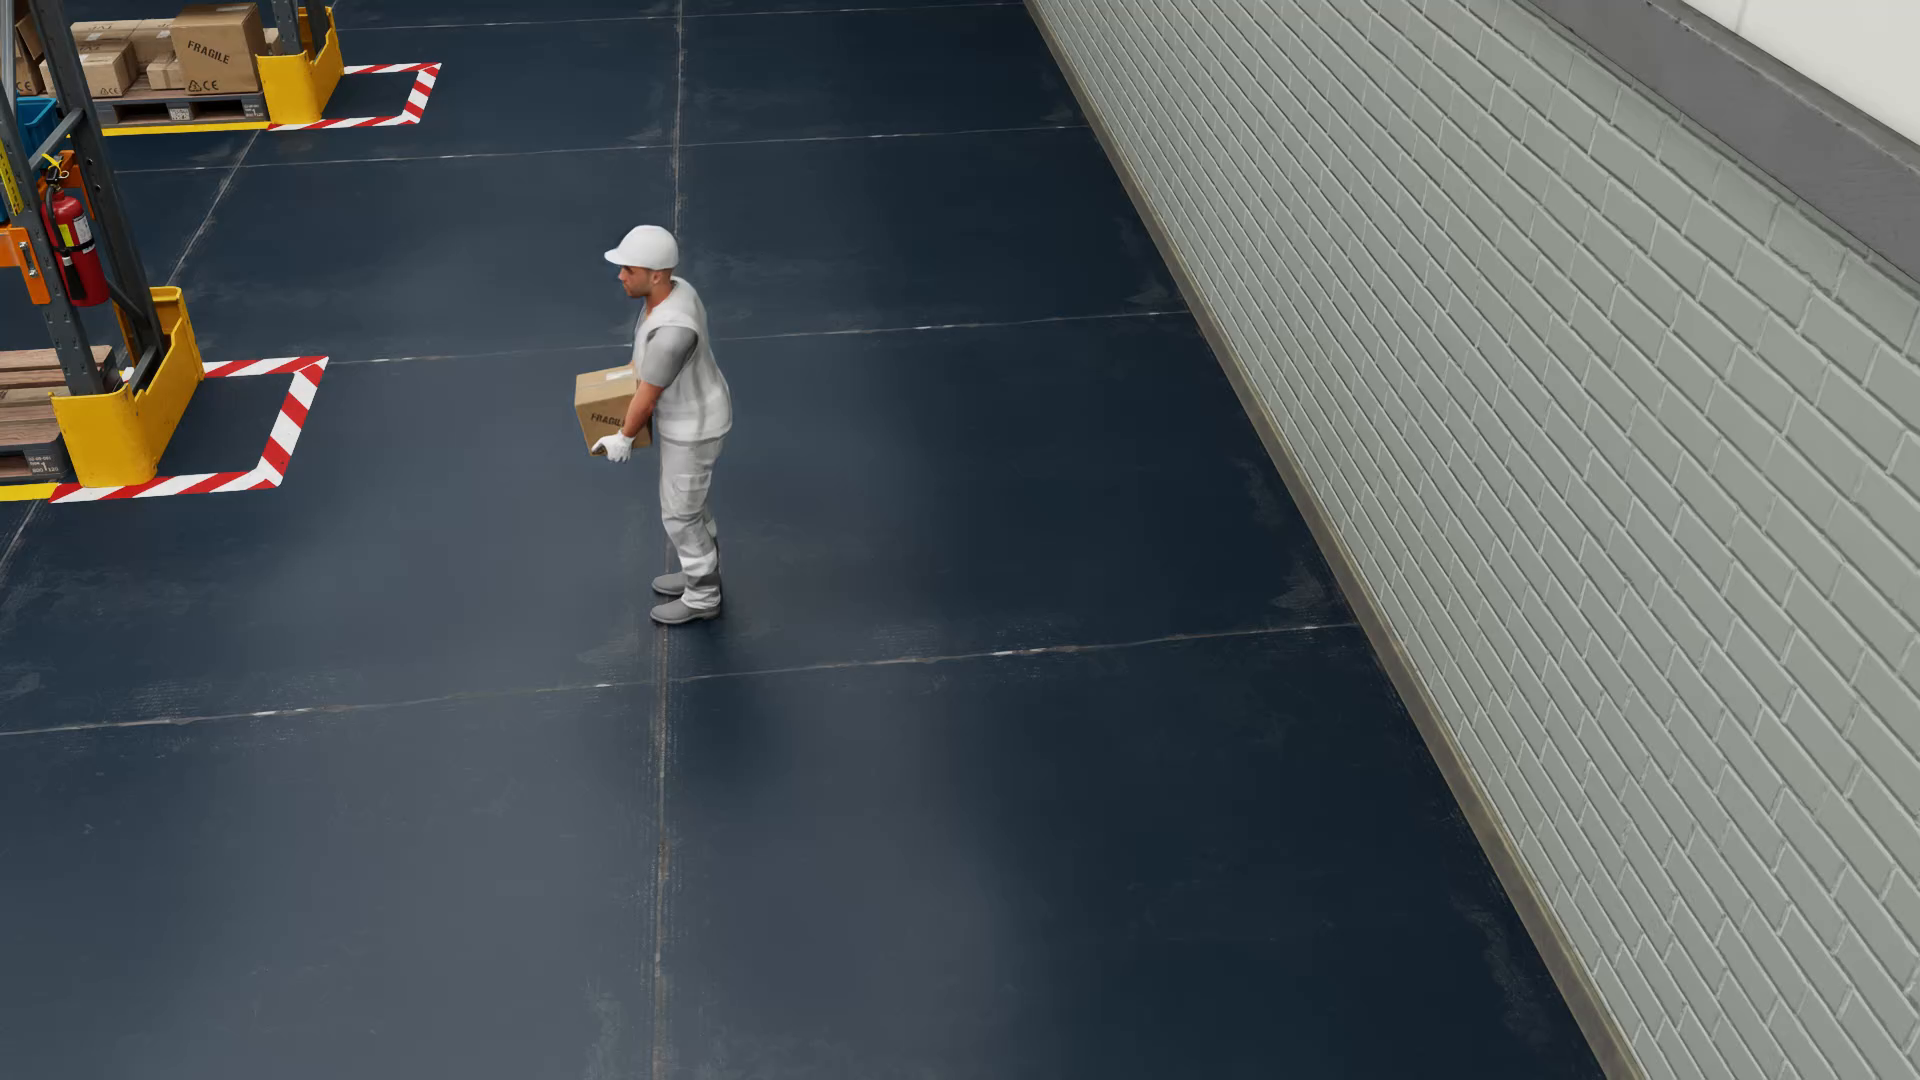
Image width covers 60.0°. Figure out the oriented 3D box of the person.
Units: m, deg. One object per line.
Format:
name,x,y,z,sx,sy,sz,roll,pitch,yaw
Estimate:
person,-1.212,-0.456,6.796,0.571,1.776,0.472,-5,35,-7
